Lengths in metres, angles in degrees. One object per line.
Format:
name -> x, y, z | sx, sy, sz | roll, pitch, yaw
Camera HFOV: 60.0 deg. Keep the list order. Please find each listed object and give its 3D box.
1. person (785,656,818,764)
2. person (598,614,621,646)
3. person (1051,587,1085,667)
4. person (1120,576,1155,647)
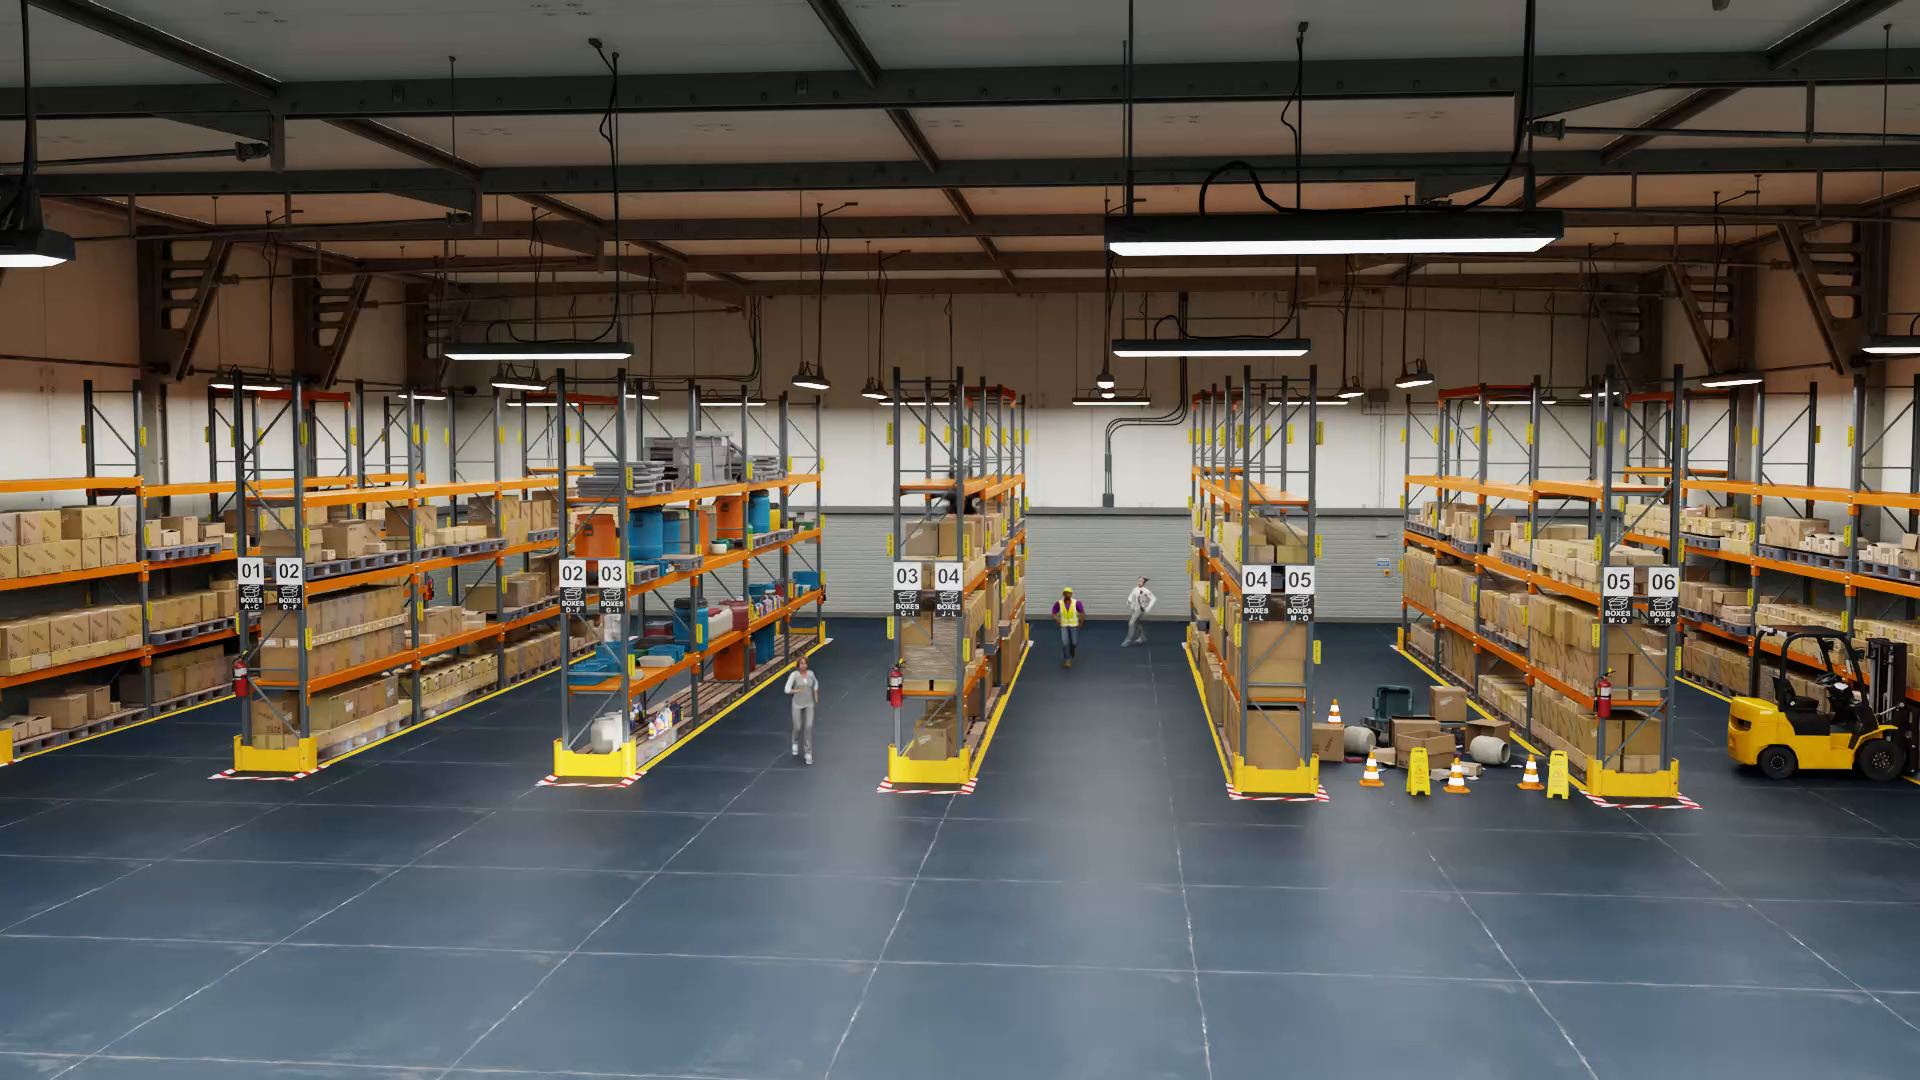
person -> -2.438, 2.634, 25.664 | 0.575, 1.512, 0.830 | -1, 4, -18
person -> -7.157, 1.971, 34.343 | 0.652, 1.850, 0.798 | 0, 4, -3
person -> 2.359, 1.892, 36.373 | 0.748, 1.724, 0.584 | 0, 4, 1
person -> 4.230, 1.698, 39.690 | 0.840, 1.687, 0.658 | -2, 4, -34
